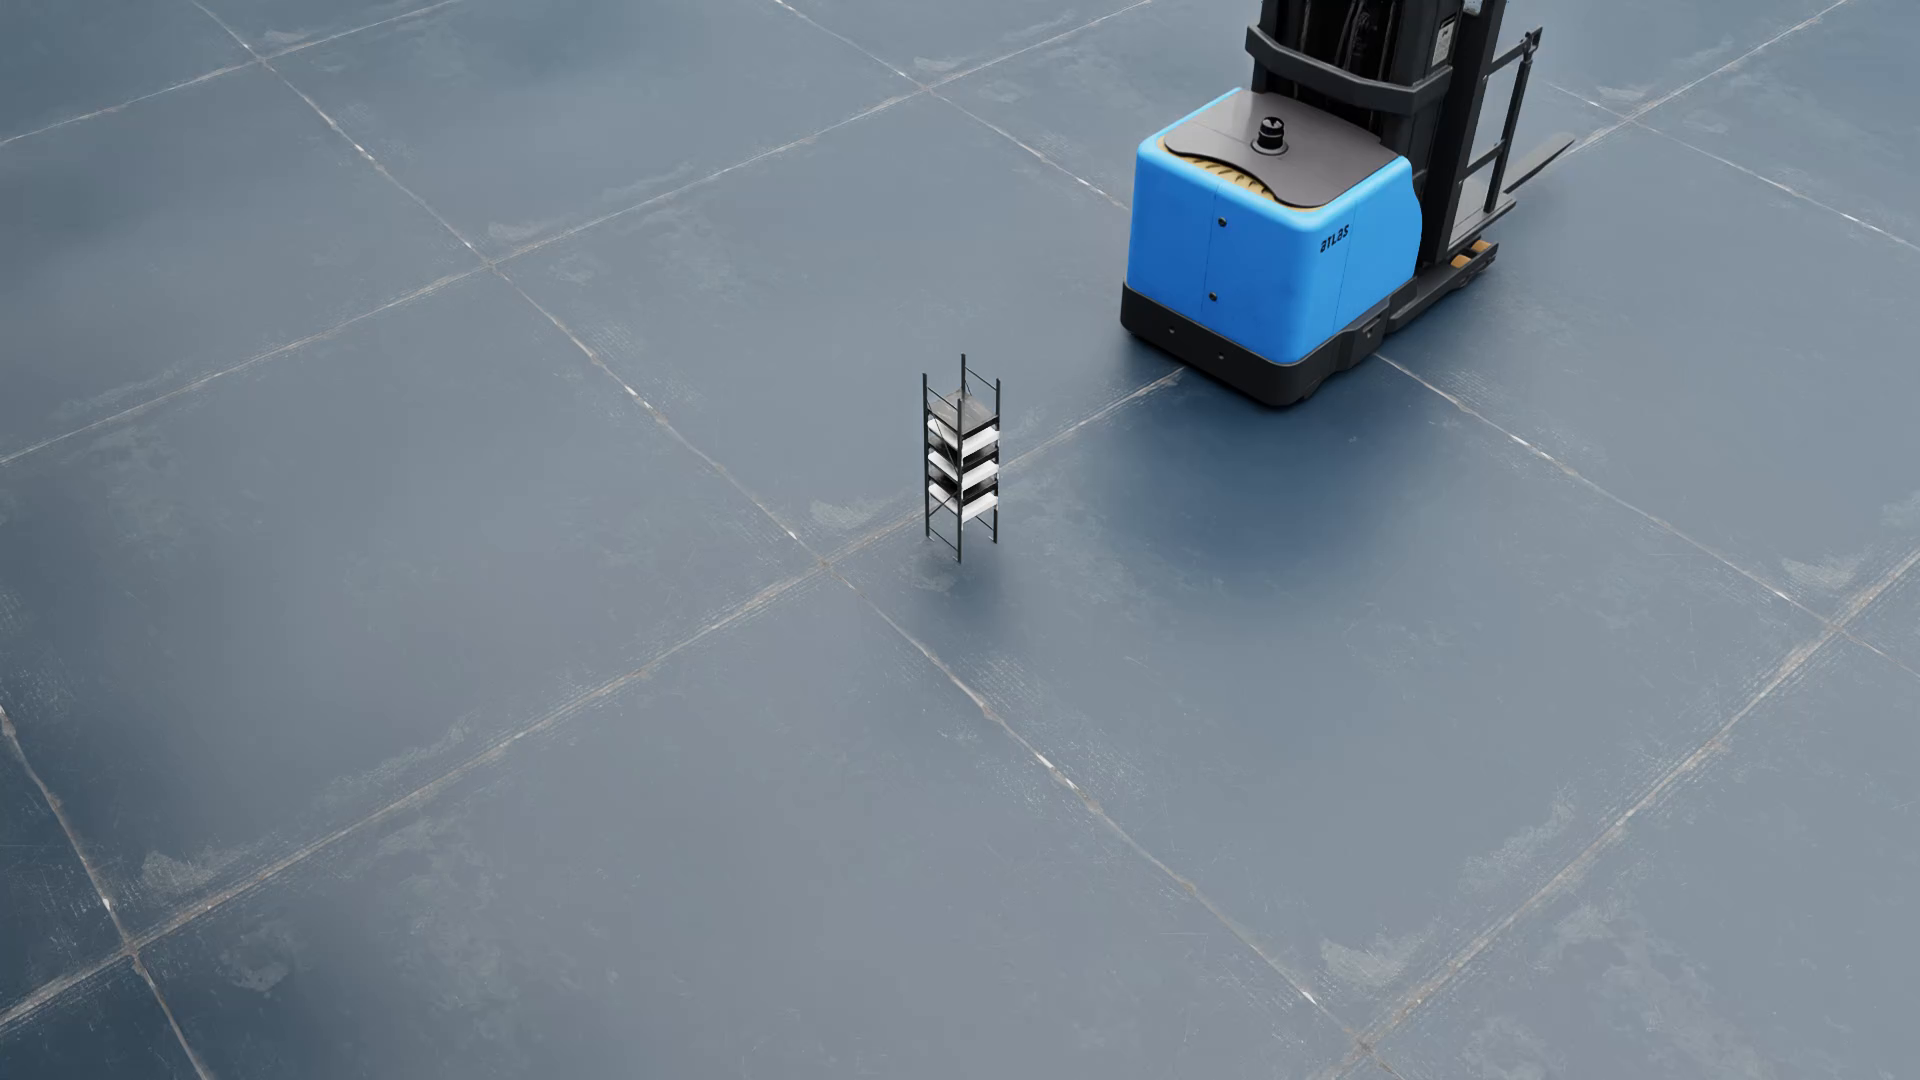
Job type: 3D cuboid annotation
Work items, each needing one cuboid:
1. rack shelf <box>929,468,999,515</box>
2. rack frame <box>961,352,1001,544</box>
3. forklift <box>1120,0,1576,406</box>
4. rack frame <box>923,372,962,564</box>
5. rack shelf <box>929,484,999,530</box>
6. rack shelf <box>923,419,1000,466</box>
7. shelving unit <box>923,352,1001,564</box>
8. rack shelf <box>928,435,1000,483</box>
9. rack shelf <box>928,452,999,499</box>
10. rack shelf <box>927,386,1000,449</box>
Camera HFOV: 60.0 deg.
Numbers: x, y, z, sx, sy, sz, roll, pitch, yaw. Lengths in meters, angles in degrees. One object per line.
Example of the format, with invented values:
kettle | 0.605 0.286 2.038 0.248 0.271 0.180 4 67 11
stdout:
rack shelf | 0.006 -0.242 7.084 0.200 0.077 0.258 -30 51 -28
rack frame | 0.084 -0.376 7.047 0.006 0.900 0.240 -30 51 -28
forklift | 2.194 -2.613 7.945 1.130 2.935 3.031 34 53 31
rack frame | -0.072 -0.287 6.952 0.006 0.900 0.240 -30 51 -28
rack shelf | 0.006 -0.176 7.145 0.200 0.077 0.258 -30 51 -28
rack shelf | 0.006 -0.438 6.899 0.200 0.077 0.258 -30 51 -28
shelving unit | 0.006 -0.332 6.999 0.210 0.900 0.258 -30 51 -28
rack shelf | 0.006 -0.373 6.961 0.200 0.077 0.258 -30 51 -28
rack shelf | 0.006 -0.307 7.022 0.200 0.077 0.258 -30 51 -28
rack shelf | 0.006 -0.504 6.837 0.200 0.077 0.258 -30 51 -28
